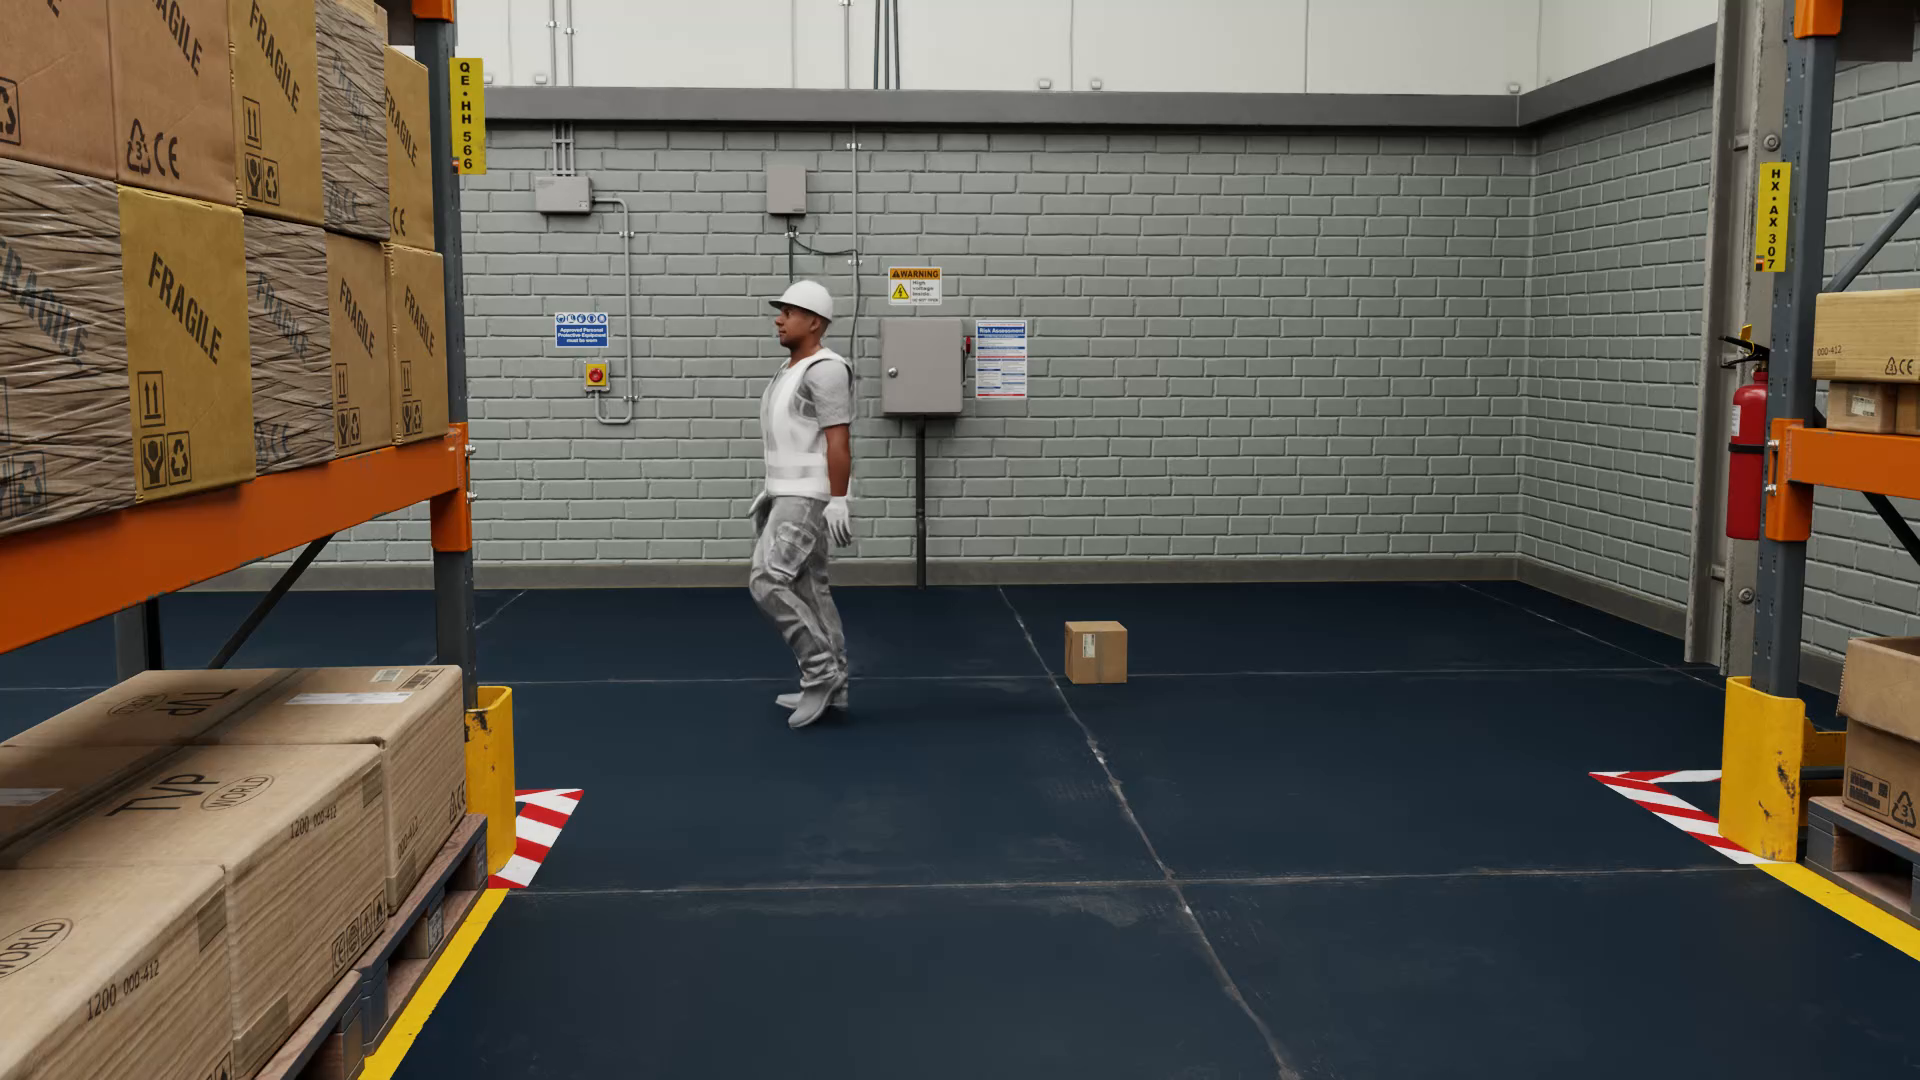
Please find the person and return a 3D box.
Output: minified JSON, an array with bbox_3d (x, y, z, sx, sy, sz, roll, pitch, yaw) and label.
[{"bbox_3d":[-0.674,-0.147,6.798,0.455,1.812,0.544,-2,7,-18],"label":"person"}]
